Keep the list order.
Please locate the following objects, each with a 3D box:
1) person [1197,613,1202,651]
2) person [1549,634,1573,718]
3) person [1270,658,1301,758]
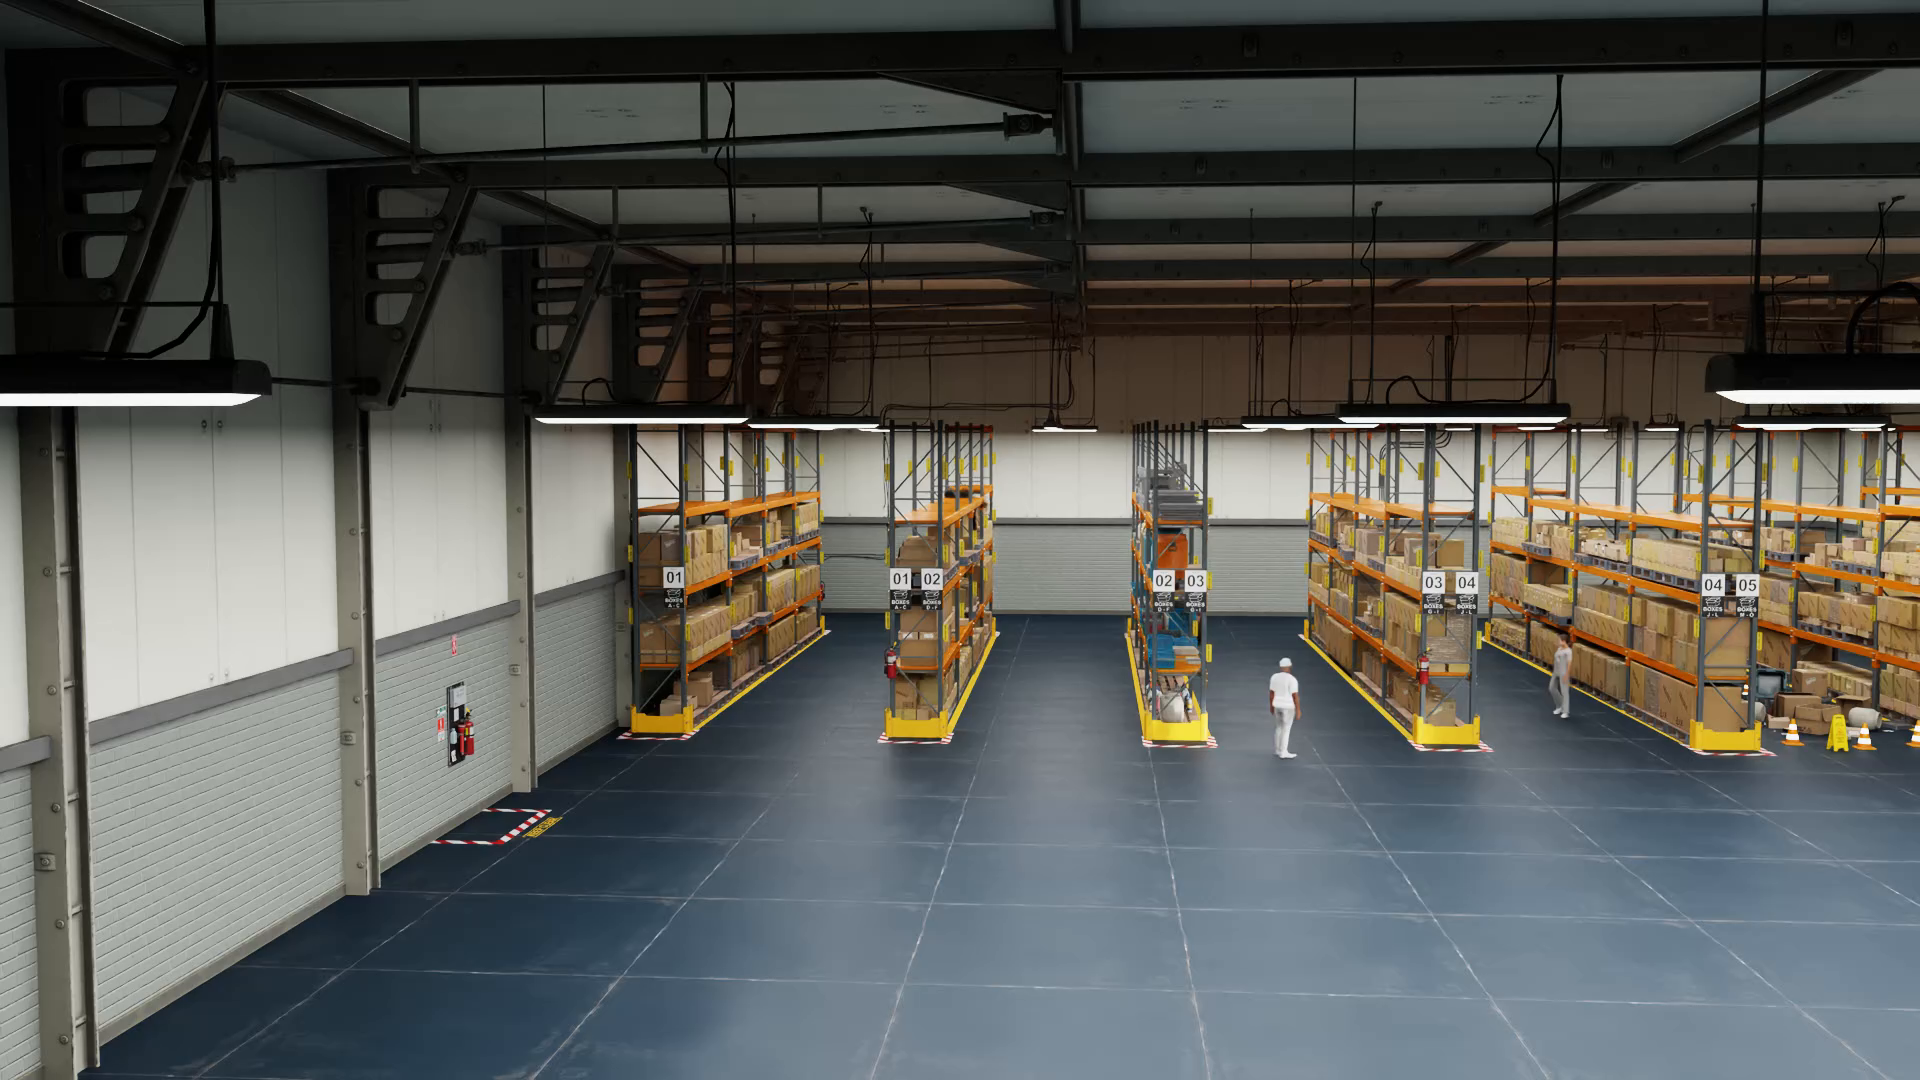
[{"bbox_3d":[6.281,2.042,44.326,0.563,1.818,0.414,3,5,41],"label":"person"},{"bbox_3d":[12.244,2.745,33.772,0.417,1.688,0.525,-1,4,-19],"label":"person"},{"bbox_3d":[5.822,2.983,29.553,0.485,1.785,0.658,-3,4,-36],"label":"person"}]
